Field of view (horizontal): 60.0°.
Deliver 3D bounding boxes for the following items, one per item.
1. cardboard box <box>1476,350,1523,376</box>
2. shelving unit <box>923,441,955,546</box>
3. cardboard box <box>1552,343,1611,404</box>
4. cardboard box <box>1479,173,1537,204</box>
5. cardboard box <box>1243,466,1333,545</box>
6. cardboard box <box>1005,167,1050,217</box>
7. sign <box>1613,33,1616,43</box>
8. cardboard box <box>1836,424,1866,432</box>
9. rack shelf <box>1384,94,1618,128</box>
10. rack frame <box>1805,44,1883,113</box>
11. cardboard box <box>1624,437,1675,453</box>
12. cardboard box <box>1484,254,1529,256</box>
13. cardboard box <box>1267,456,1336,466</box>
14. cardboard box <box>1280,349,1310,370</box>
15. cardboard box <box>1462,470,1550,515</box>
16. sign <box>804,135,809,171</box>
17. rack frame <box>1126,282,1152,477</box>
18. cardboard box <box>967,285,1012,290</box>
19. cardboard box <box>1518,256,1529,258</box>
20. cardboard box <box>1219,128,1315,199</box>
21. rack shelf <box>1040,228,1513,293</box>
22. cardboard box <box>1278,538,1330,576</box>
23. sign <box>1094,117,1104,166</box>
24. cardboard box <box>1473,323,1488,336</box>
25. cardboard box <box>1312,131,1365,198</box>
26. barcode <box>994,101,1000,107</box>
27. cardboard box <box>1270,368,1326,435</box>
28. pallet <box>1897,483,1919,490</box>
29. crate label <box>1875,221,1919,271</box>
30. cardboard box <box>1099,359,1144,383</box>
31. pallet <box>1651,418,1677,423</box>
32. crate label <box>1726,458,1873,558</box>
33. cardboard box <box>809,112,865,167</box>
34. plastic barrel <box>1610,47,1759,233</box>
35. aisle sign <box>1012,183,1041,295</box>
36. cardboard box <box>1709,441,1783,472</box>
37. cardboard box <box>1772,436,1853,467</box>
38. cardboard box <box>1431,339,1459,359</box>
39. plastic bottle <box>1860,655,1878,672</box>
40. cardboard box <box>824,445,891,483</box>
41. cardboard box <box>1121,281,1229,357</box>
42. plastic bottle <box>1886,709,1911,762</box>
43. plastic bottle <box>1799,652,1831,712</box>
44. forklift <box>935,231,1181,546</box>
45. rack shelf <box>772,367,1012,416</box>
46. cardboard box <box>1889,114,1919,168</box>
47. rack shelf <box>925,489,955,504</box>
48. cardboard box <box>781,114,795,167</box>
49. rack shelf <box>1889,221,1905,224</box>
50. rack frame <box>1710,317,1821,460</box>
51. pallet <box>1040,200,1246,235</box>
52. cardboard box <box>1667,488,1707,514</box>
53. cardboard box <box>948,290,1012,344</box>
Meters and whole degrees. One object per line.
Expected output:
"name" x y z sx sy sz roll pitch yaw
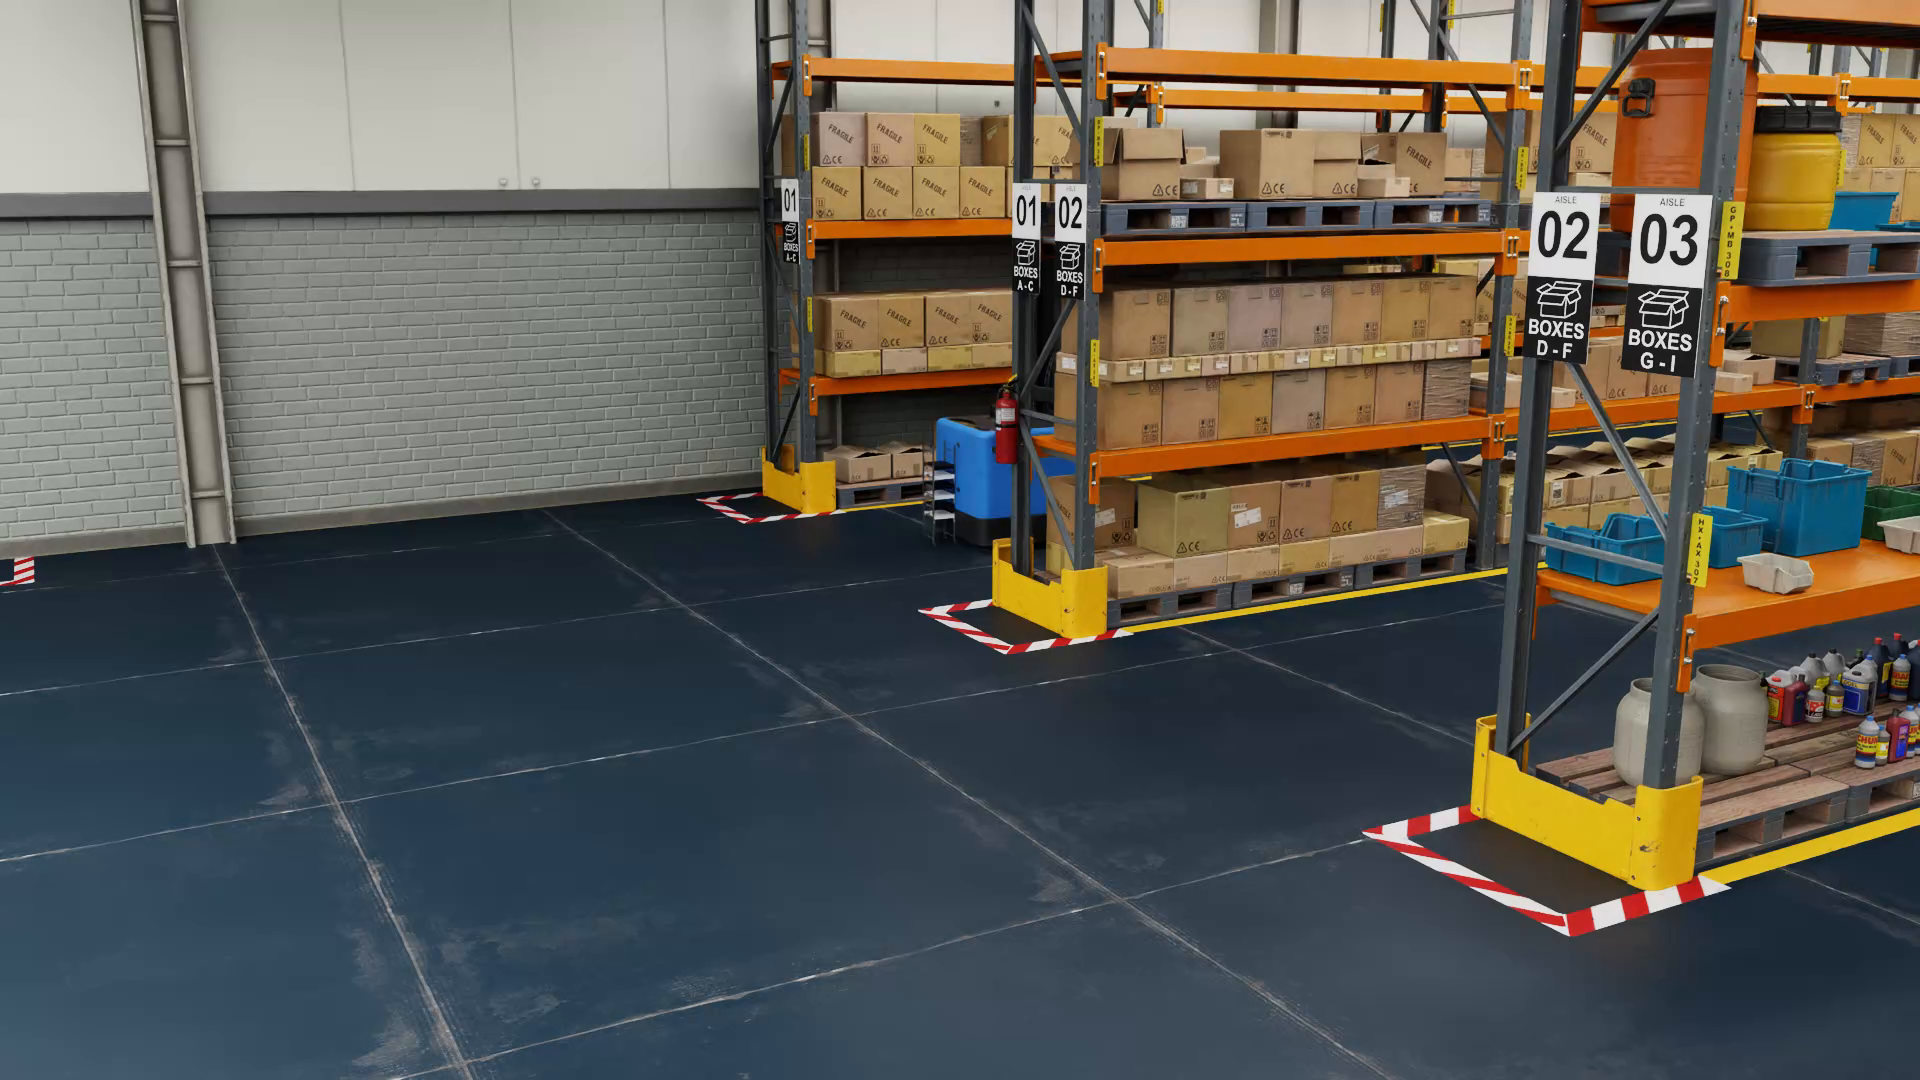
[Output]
"cardboard box" 6.806 -1.976 20.996 0.750 0.750 0.750 -7 14 -28
"shelving unit" -0.188 -0.421 14.931 0.210 0.900 0.258 -6 14 -24
"cardboard box" 5.336 -1.483 14.641 0.500 0.500 0.500 -6 14 -24
"cardboard box" 4.737 -2.960 13.982 0.500 0.250 0.500 -5 14 -22
"cardboard box" 2.576 -0.281 13.124 0.500 0.500 0.500 -7 14 -28
"cardboard box" 0.572 -3.561 16.994 0.500 0.500 0.500 -7 15 -30
"sign" 8.592 -6.667 21.749 0.005 0.325 0.100 -7 14 -28
"cardboard box" 8.865 -0.916 17.037 0.500 0.500 0.500 -7 15 -30
"rack shelf" 7.081 -5.268 20.570 4.000 0.370 1.077 -7 14 -28
"rack frame" 12.347 -6.445 23.252 0.127 3.000 1.000 -7 14 -28
"cardboard box" 6.645 -0.804 15.879 0.500 0.311 0.500 -7 15 -29
"cardboard box" 6.954 -3.505 21.191 0.500 0.250 0.500 -7 15 -29
"cardboard box" 2.757 -0.437 13.818 0.500 0.500 0.500 -7 14 -28
"cardboard box" 2.478 -1.407 12.826 0.250 0.149 0.380 -7 14 -27
"cardboard box" 4.673 -0.434 14.235 0.500 0.311 0.500 -7 14 -28
"sign" -1.436 -3.620 15.541 0.005 0.325 0.100 -7 14 -28
"rack frame" 1.815 -2.256 18.301 0.127 3.000 1.000 -7 14 -28
"cardboard box" 0.406 -2.444 17.725 0.500 0.500 0.500 -6 14 -26
"cardboard box" 7.201 -3.409 20.767 0.500 0.250 0.500 -7 15 -29
"cardboard box" 2.269 -2.788 12.332 0.500 0.500 0.500 -7 14 -28
"rack shelf" 2.436 -2.204 12.876 4.000 0.370 1.077 -7 14 -28
"cardboard box" 2.575 0.085 13.207 0.500 0.250 0.500 -7 14 -28
"sign" 0.941 -2.702 11.279 0.005 0.325 0.100 -7 14 -28
"cardboard box" 6.225 -2.590 20.314 0.250 0.149 0.380 -6 14 -26
"cardboard box" 2.685 -2.940 12.997 0.637 0.503 0.797 -5 14 -22
"barcode" 0.388 -4.583 17.482 0.075 0.075 0.001 -7 14 -28
"cardboard box" 2.454 -1.140 13.113 0.500 0.500 0.700 -6 14 -26
"pallet" 9.445 -0.561 17.120 1.213 0.211 1.003 -7 14 -28
"crate label" 4.852 -1.450 8.227 0.408 0.251 0.502 -7 14 -28
"cardboard box" 1.128 -1.246 12.108 0.250 0.149 0.380 -7 14 -28
"pallet" 9.541 -1.802 22.635 1.213 0.211 1.003 -7 14 -28
"crate label" 4.536 -0.189 9.036 0.616 0.435 0.502 -7 14 -28
"cardboard box" -1.242 -3.839 15.951 0.500 0.500 0.500 -8 15 -32
"plastic barrel" 3.416 -1.879 7.861 0.708 0.830 0.600 -7 14 -28
"aisle sign" 0.482 -2.199 12.126 0.004 0.787 0.394 -7 14 -28
"cardboard box" 7.361 -0.757 15.669 0.500 0.311 0.500 -6 14 -26
"cardboard box" 8.239 -0.710 16.125 0.500 0.500 0.500 -6 14 -25
"cardboard box" 3.837 -1.571 13.554 0.250 0.149 0.380 -7 15 -29
"plastic bottle" 5.377 0.817 9.858 0.097 0.271 0.097 0 13 0
"cardboard box" -1.046 -0.793 16.925 0.500 0.311 0.500 -9 15 -34
"cardboard box" 1.602 -1.671 12.520 0.500 0.500 0.700 -7 15 -29
"plastic bottle" 4.999 1.034 8.868 0.133 0.283 0.061 -7 14 -27
"plastic bottle" 4.952 0.820 9.664 0.185 0.351 0.144 -6 14 -26
"forklift" 1.333 -1.540 15.277 3.031 2.935 1.130 -6 14 -24
"rack shelf" 0.059 -1.694 17.445 4.000 0.370 1.077 -7 14 -28
"cardboard box" 8.984 -3.874 16.156 0.500 0.500 0.500 -7 14 -28
"rack shelf" -0.188 -0.389 14.938 0.200 0.077 0.258 -6 14 -24
"cardboard box" -1.443 -3.941 16.404 0.500 0.500 0.500 -6 14 -25
"rack shelf" 9.458 -3.045 16.615 4.000 0.370 1.077 -7 14 -28
"rack frame" 7.702 -1.722 15.931 0.127 3.000 1.000 -7 14 -28
"pallet" 1.313 -2.370 12.180 1.213 0.211 1.003 -7 14 -28
"cardboard box" 6.464 -0.376 15.255 0.500 0.250 0.500 -6 14 -27
"cardboard box" 0.209 -2.290 17.039 0.500 0.500 0.500 -6 14 -26
